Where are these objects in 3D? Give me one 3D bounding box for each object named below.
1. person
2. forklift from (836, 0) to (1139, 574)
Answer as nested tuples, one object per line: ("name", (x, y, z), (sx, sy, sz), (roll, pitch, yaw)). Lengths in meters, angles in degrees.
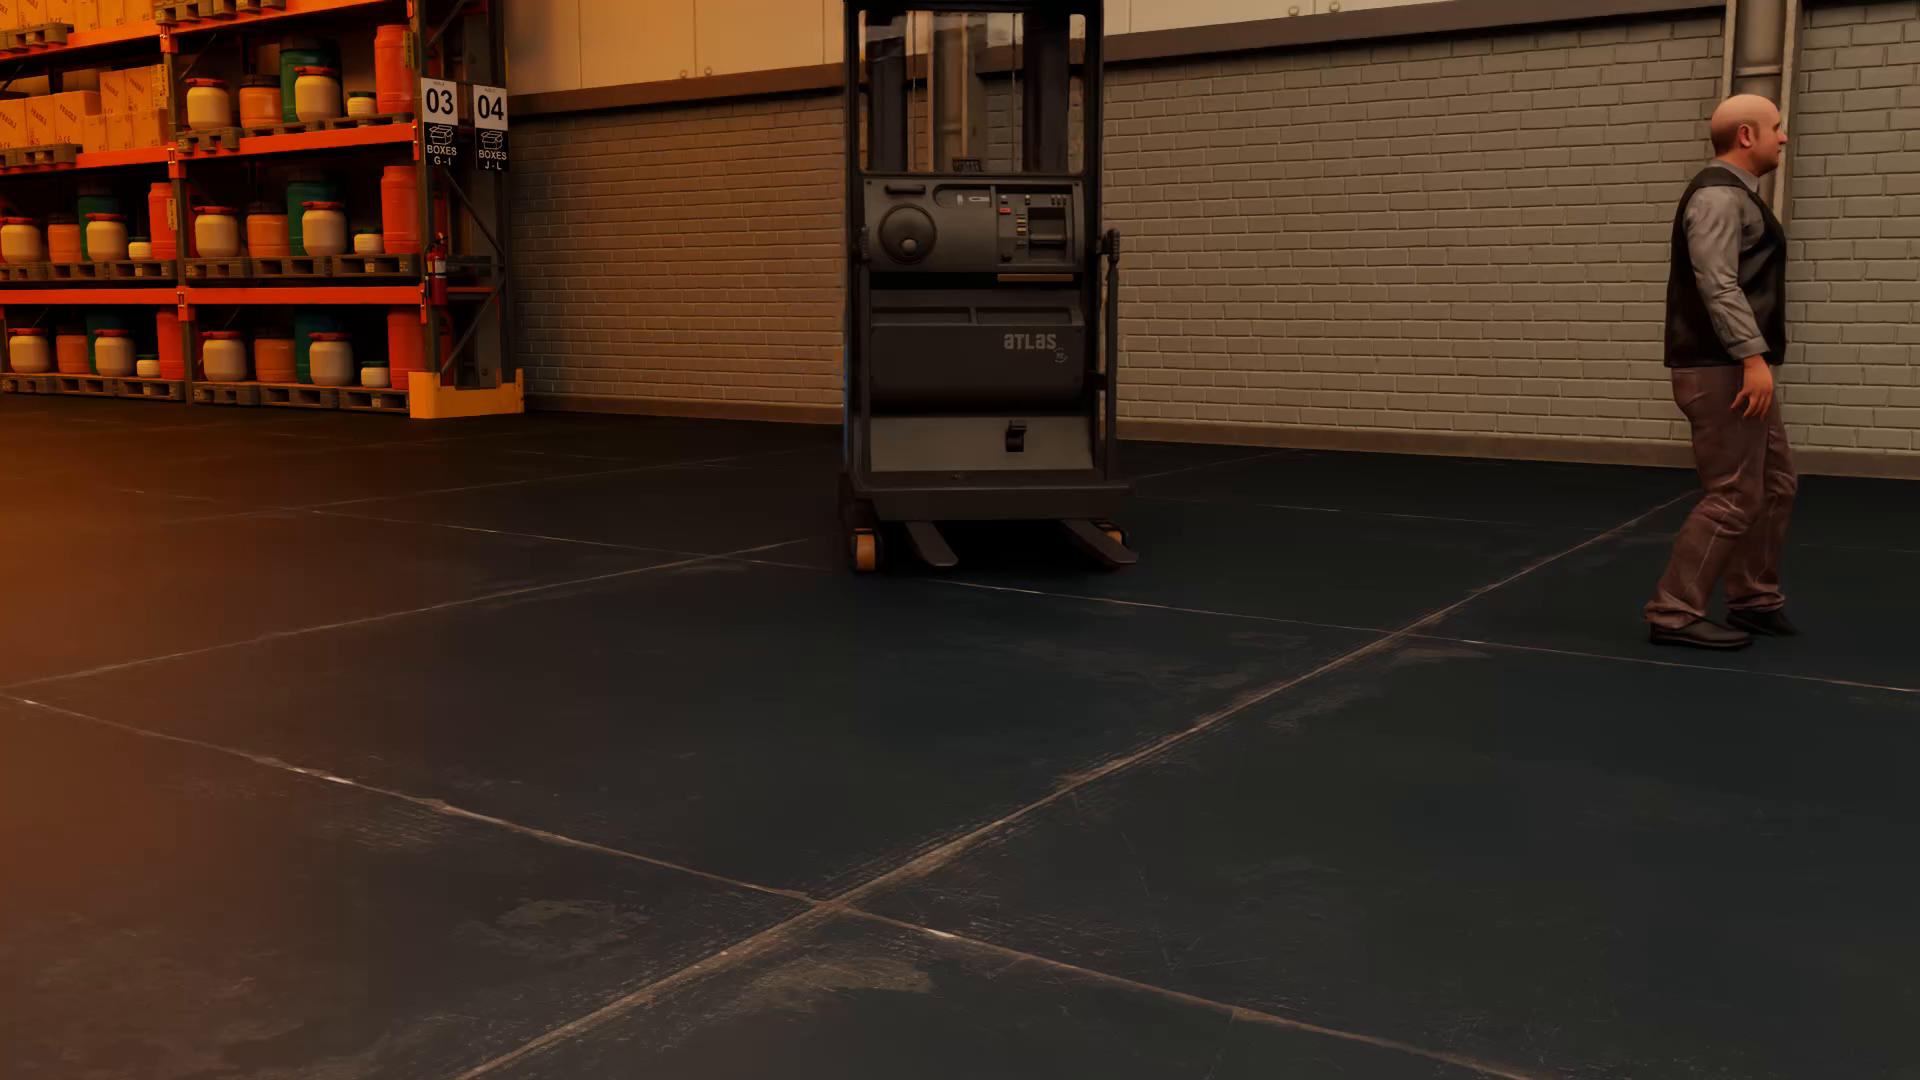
("person", (2.462, -0.490, 5.195), (0.535, 1.763, 0.621), (3, 9, 22))
("forklift", (0.086, -1.364, 6.788), (1.130, 2.935, 3.031), (-1, 8, -6))
